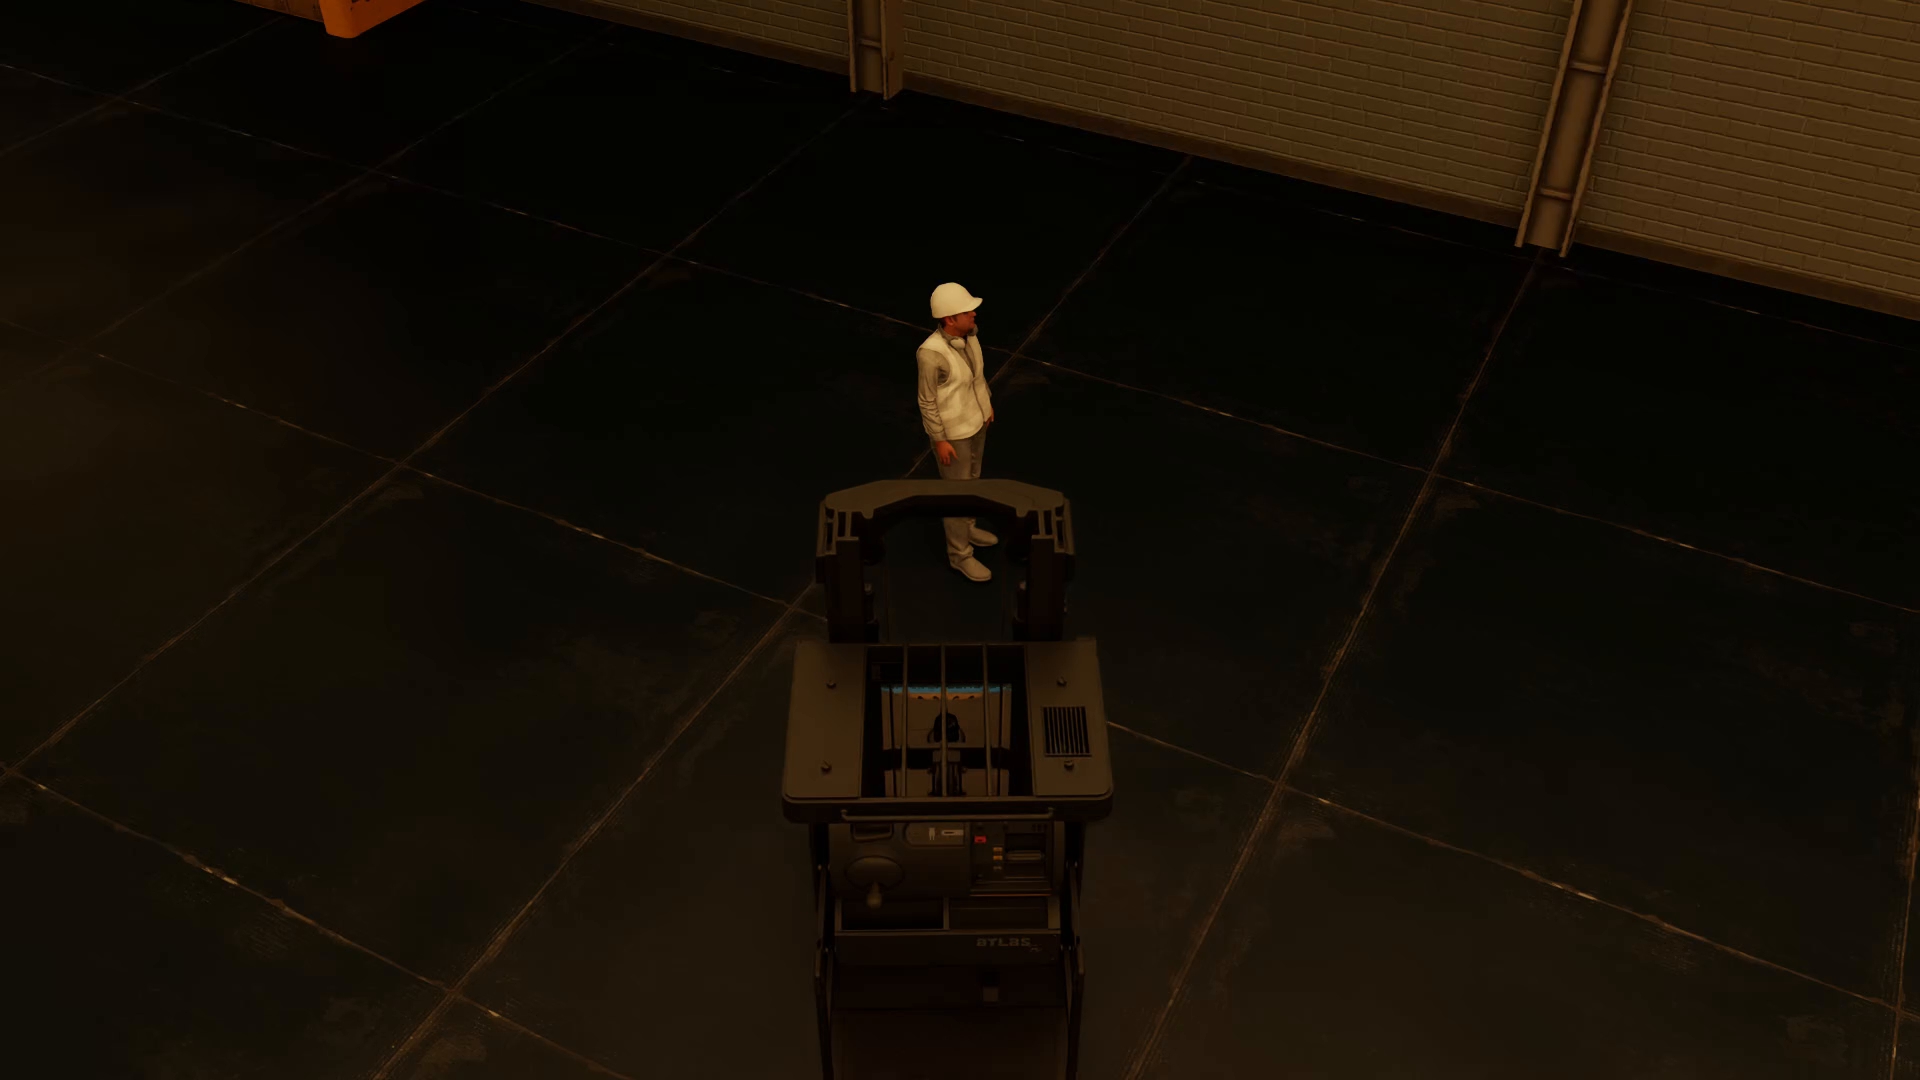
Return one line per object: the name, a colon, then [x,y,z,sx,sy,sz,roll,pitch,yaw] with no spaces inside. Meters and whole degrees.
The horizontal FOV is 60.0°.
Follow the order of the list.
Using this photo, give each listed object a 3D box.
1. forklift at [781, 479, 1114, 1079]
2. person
forklift: [-0.046,1.333,6.403,1.130,2.935,3.031,-1,40,-1]
person: [0.053,-0.662,9.658,0.566,1.775,0.634,18,43,21]
